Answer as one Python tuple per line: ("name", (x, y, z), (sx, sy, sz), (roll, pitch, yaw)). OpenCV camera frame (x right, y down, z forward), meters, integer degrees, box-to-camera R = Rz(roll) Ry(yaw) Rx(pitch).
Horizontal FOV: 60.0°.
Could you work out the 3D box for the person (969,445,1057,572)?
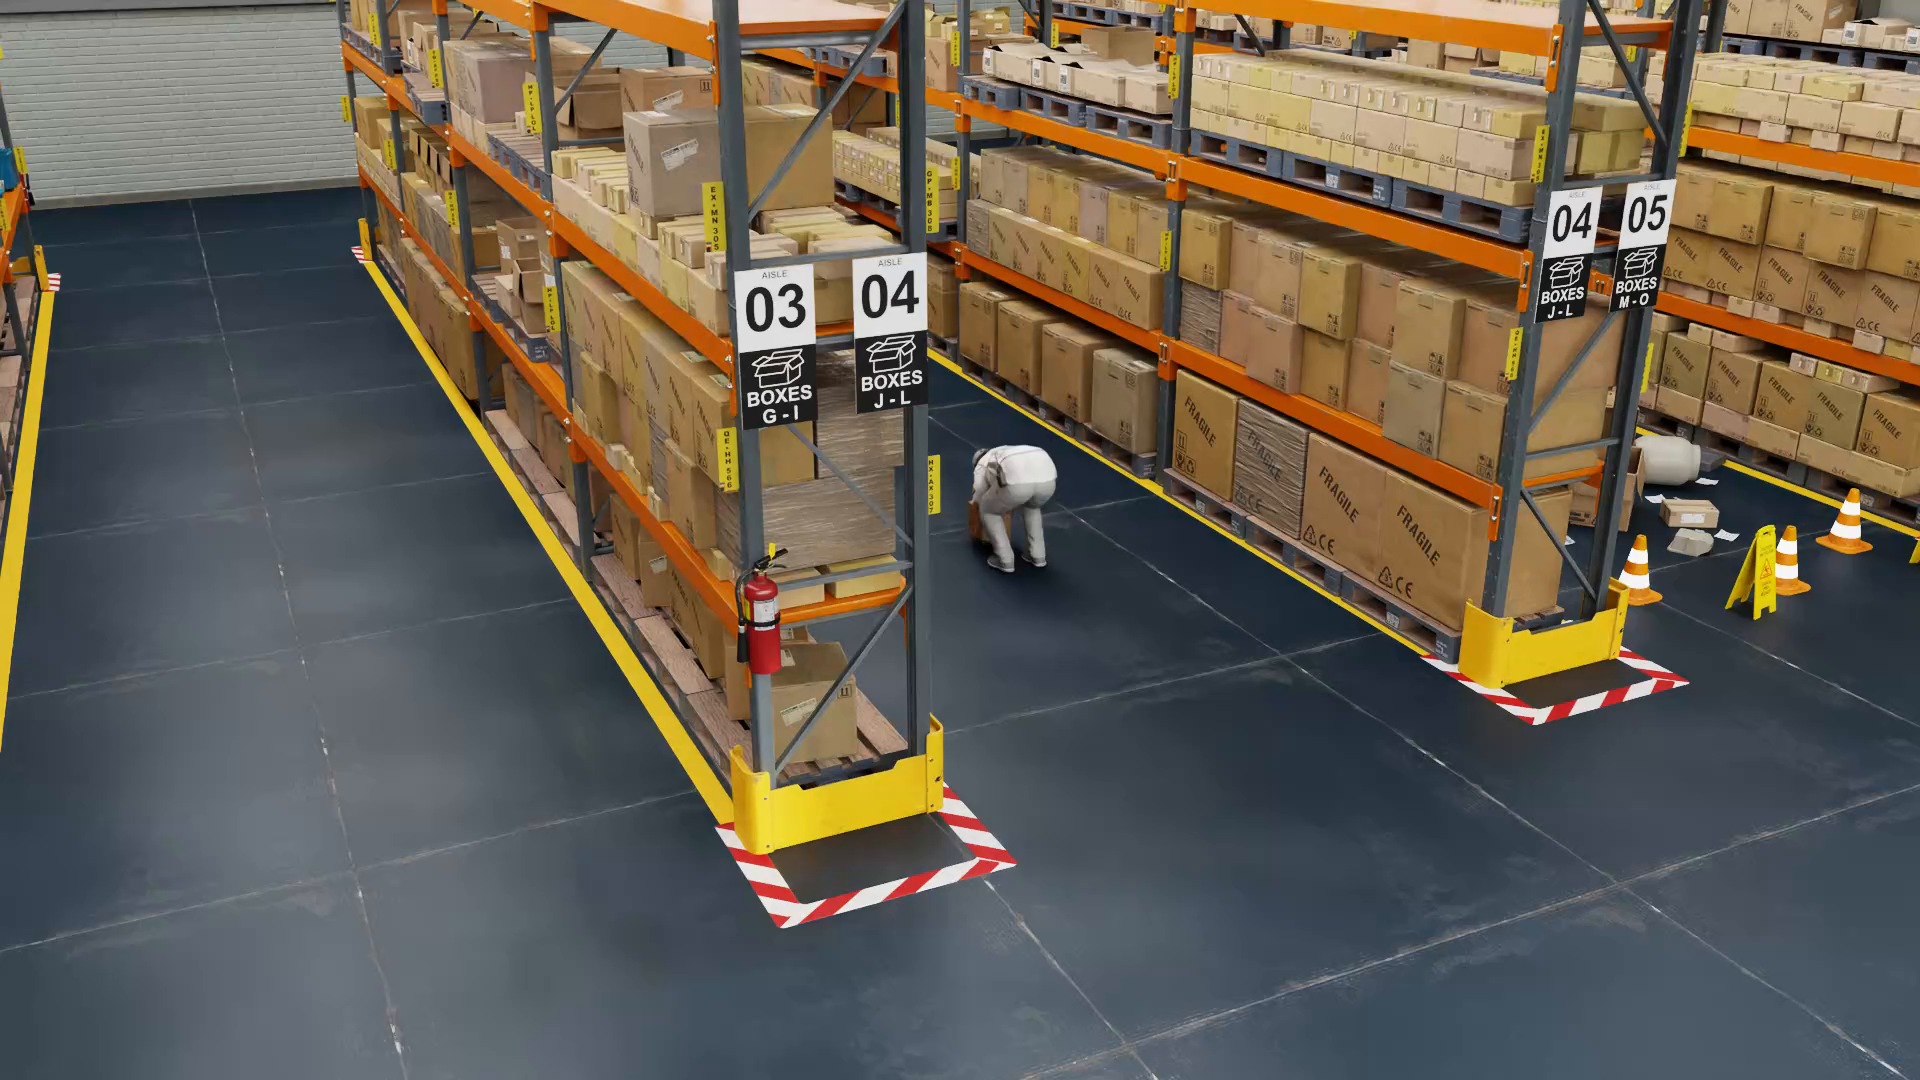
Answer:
("person", (0.363, -0.301, 12.670), (0.453, 0.953, 0.923), (-12, 25, -26))
